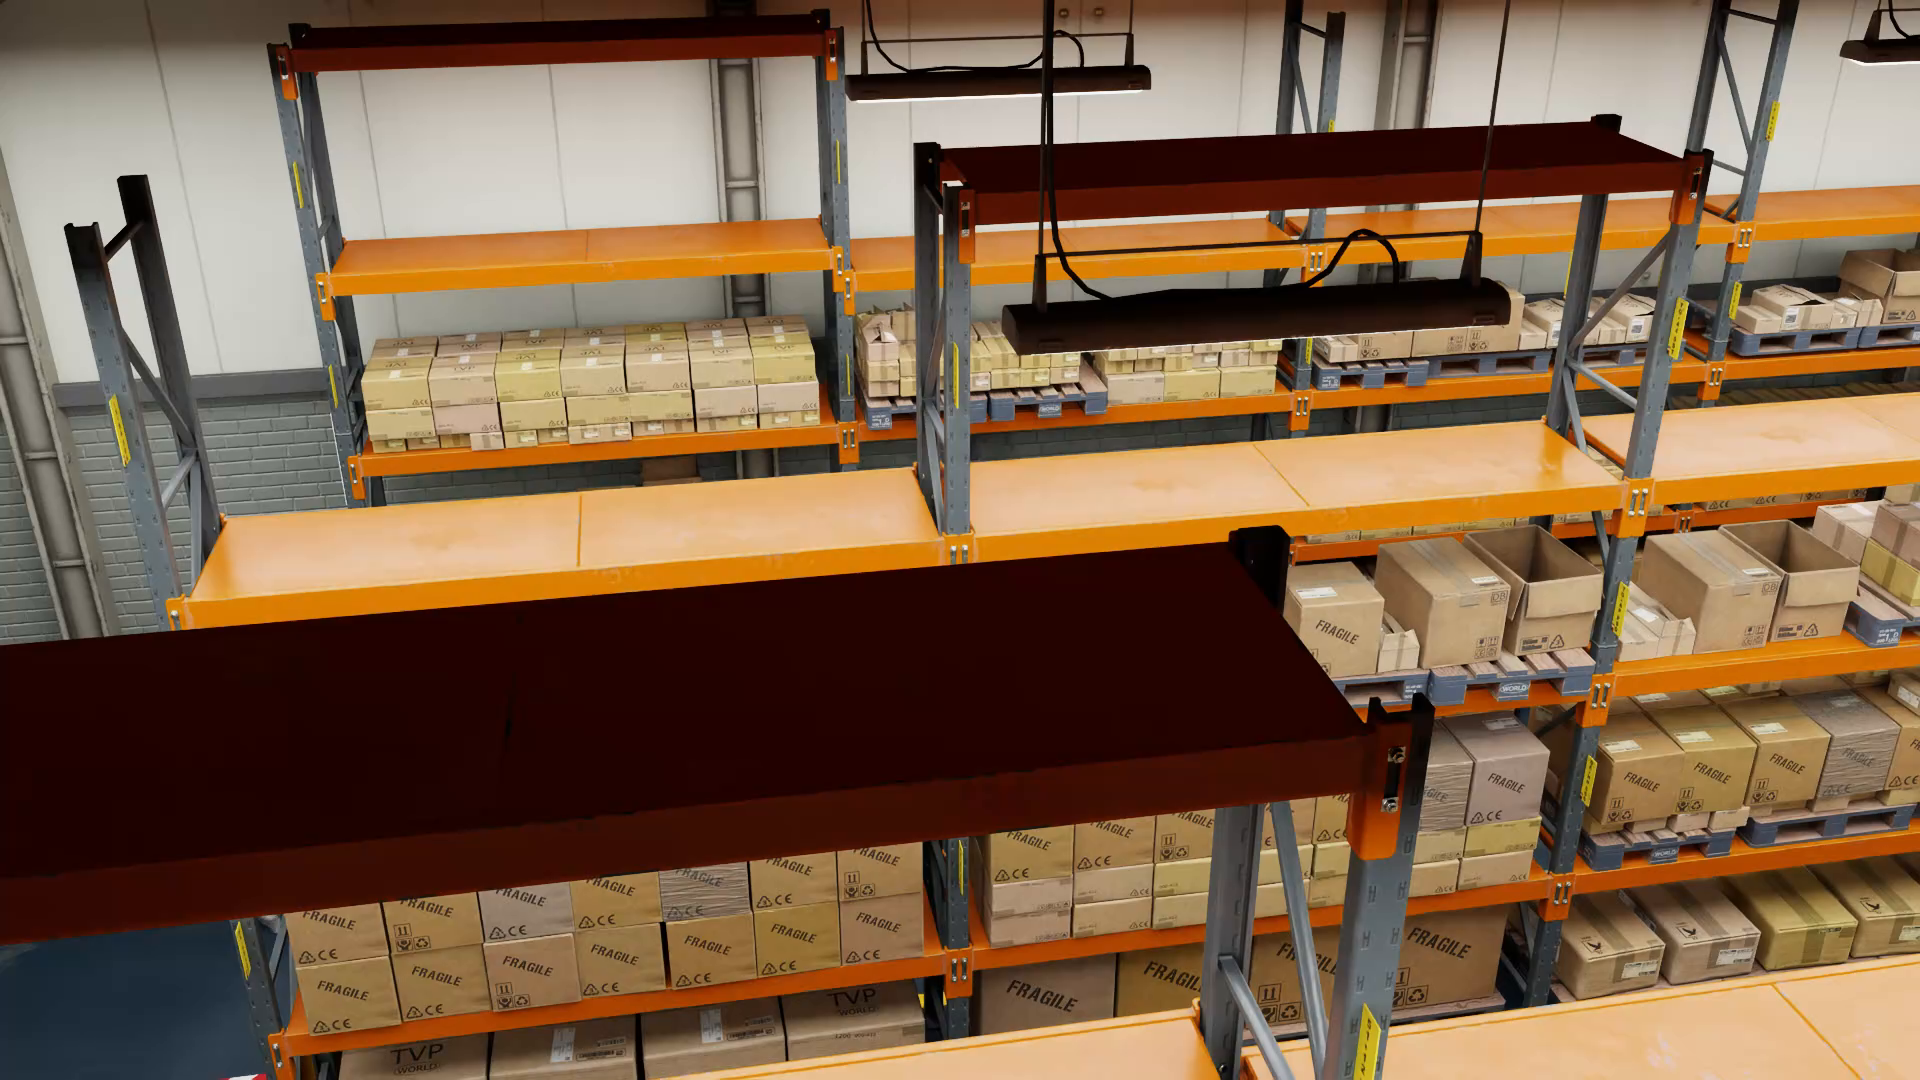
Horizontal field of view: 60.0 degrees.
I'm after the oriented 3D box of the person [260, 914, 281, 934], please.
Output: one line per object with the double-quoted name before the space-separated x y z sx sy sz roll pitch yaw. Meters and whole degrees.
"person" -5.062 1.979 12.189 0.449 1.827 0.599 9 27 18
